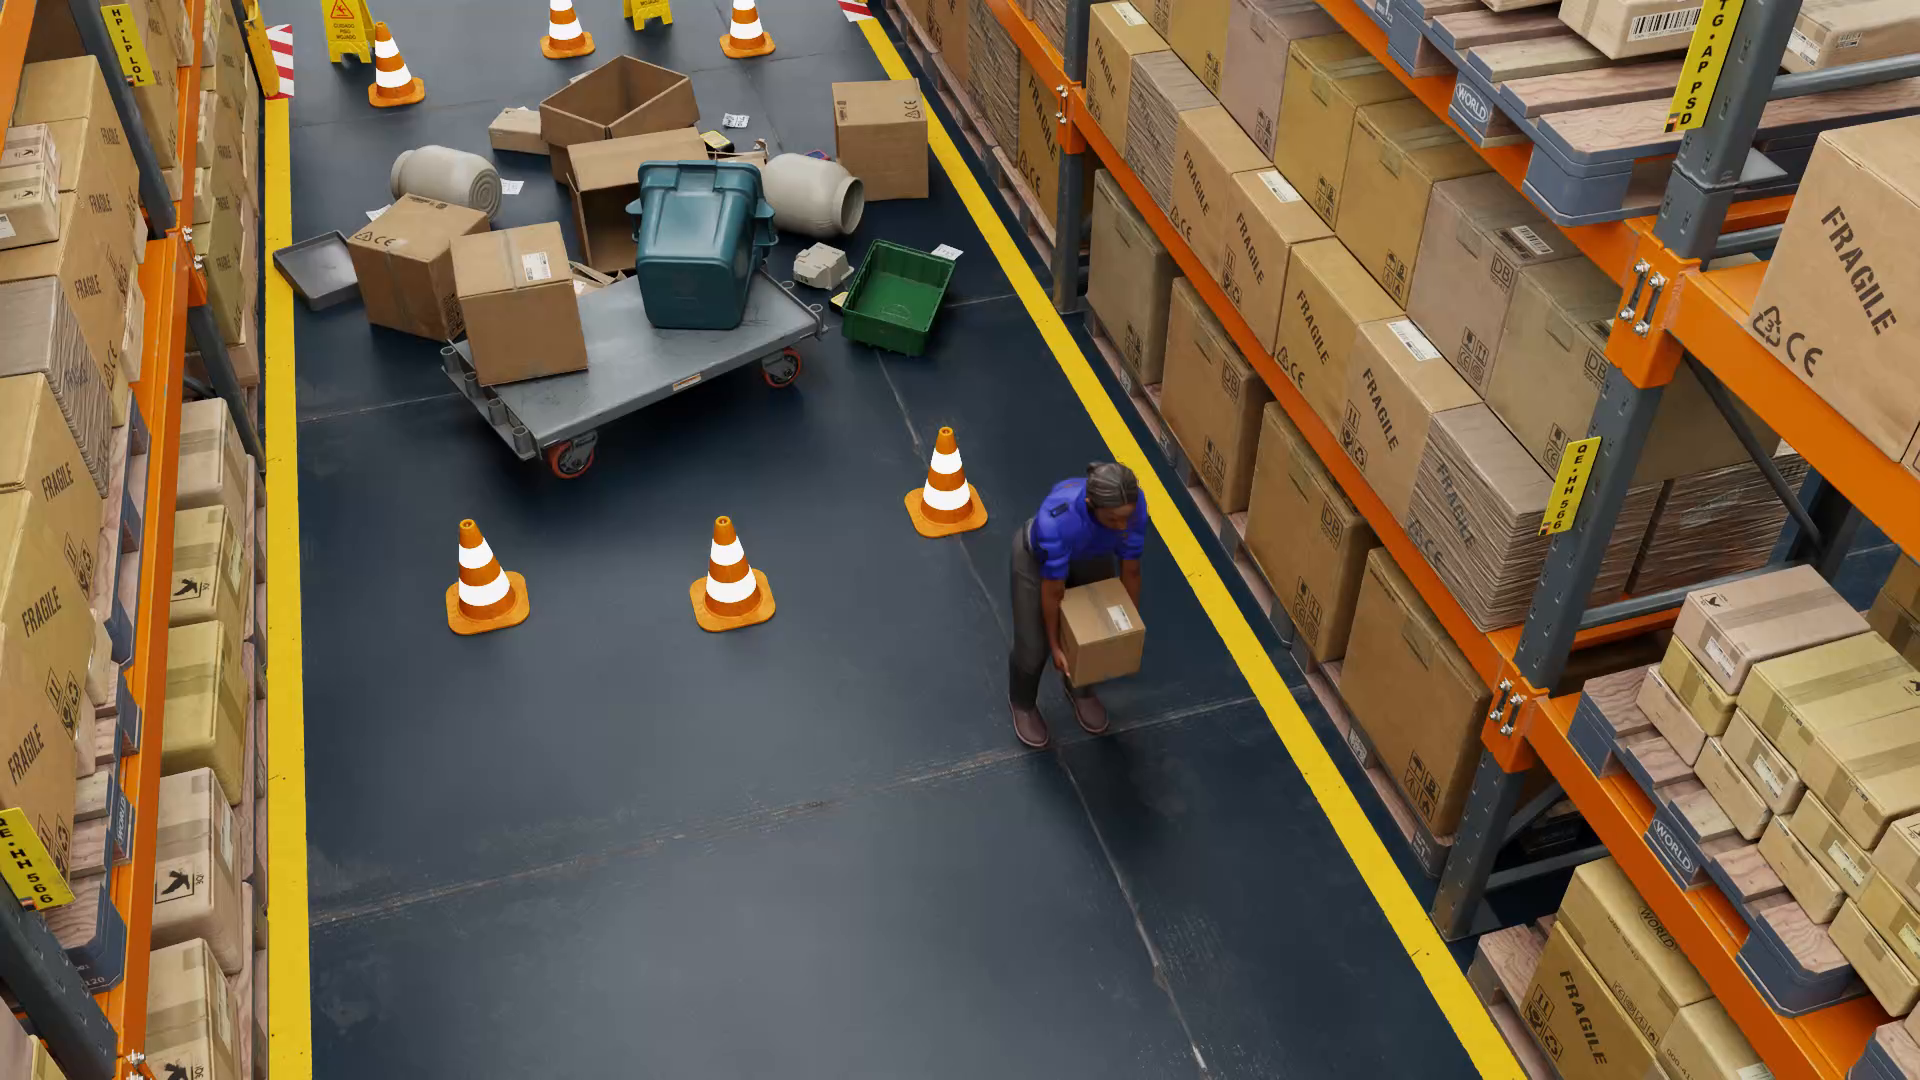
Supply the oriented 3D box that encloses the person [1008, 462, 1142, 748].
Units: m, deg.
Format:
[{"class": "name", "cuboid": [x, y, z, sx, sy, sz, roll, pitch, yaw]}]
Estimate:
[{"class": "person", "cuboid": [0.420, 0.206, 6.040, 0.402, 1.531, 0.614, -13, 44, -14]}]
